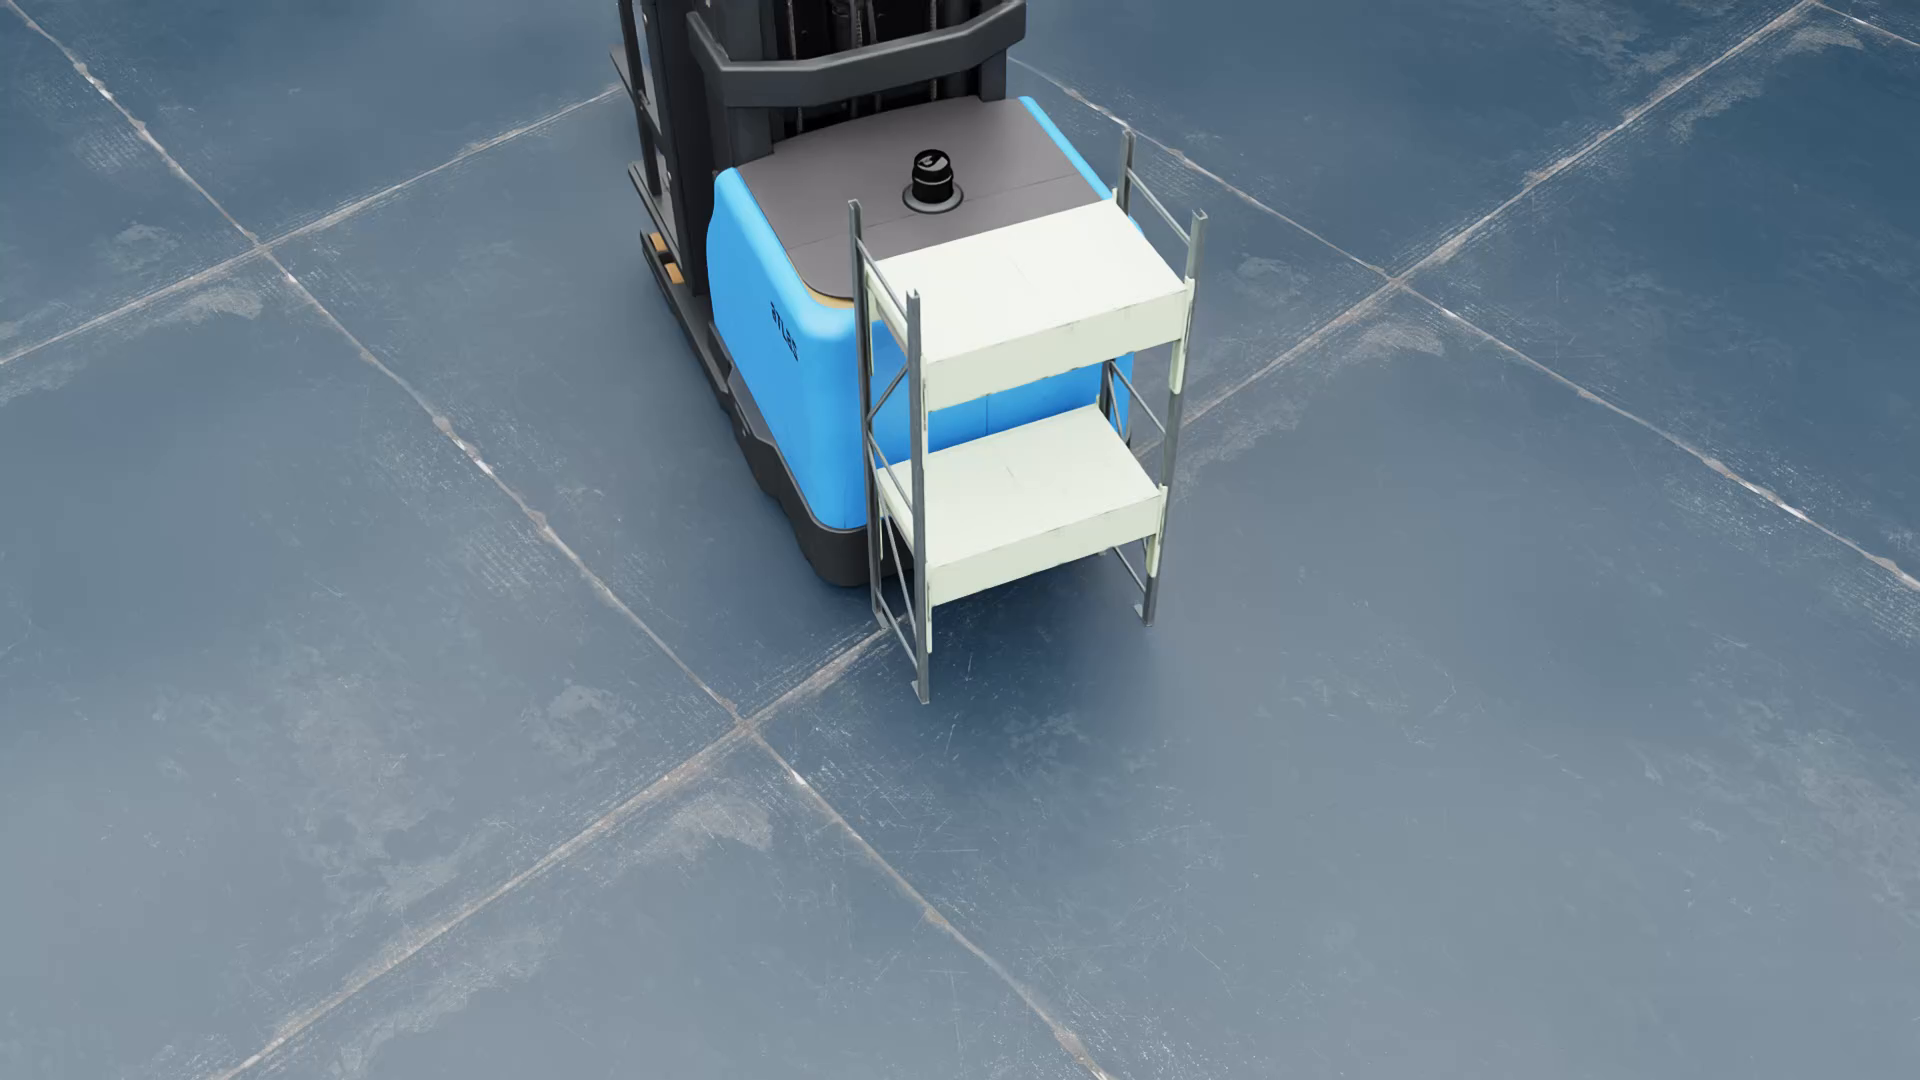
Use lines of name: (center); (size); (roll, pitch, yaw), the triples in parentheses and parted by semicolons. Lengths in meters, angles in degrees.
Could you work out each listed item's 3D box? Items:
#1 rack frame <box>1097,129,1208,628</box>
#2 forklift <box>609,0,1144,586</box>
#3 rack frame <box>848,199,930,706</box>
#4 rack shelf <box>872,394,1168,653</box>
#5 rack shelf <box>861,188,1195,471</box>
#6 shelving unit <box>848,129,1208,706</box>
rack frame: (0.493, -0.381, 4.581); (0.023, 1.500, 0.400); (-18, 50, -16)
forklift: (-0.522, -1.953, 5.058); (1.130, 2.935, 3.031); (-18, 50, -16)
rack frame: (-0.178, -0.166, 4.383); (0.023, 1.500, 0.400); (-18, 50, -16)
rack shelf: (0.158, -0.053, 4.722); (0.720, 0.370, 0.431); (-18, 50, -16)
rack shelf: (0.158, -0.538, 4.195); (0.720, 0.370, 0.431); (-18, 50, -16)
shelving unit: (0.158, -0.274, 4.482); (0.755, 1.500, 0.431); (-18, 50, -16)
